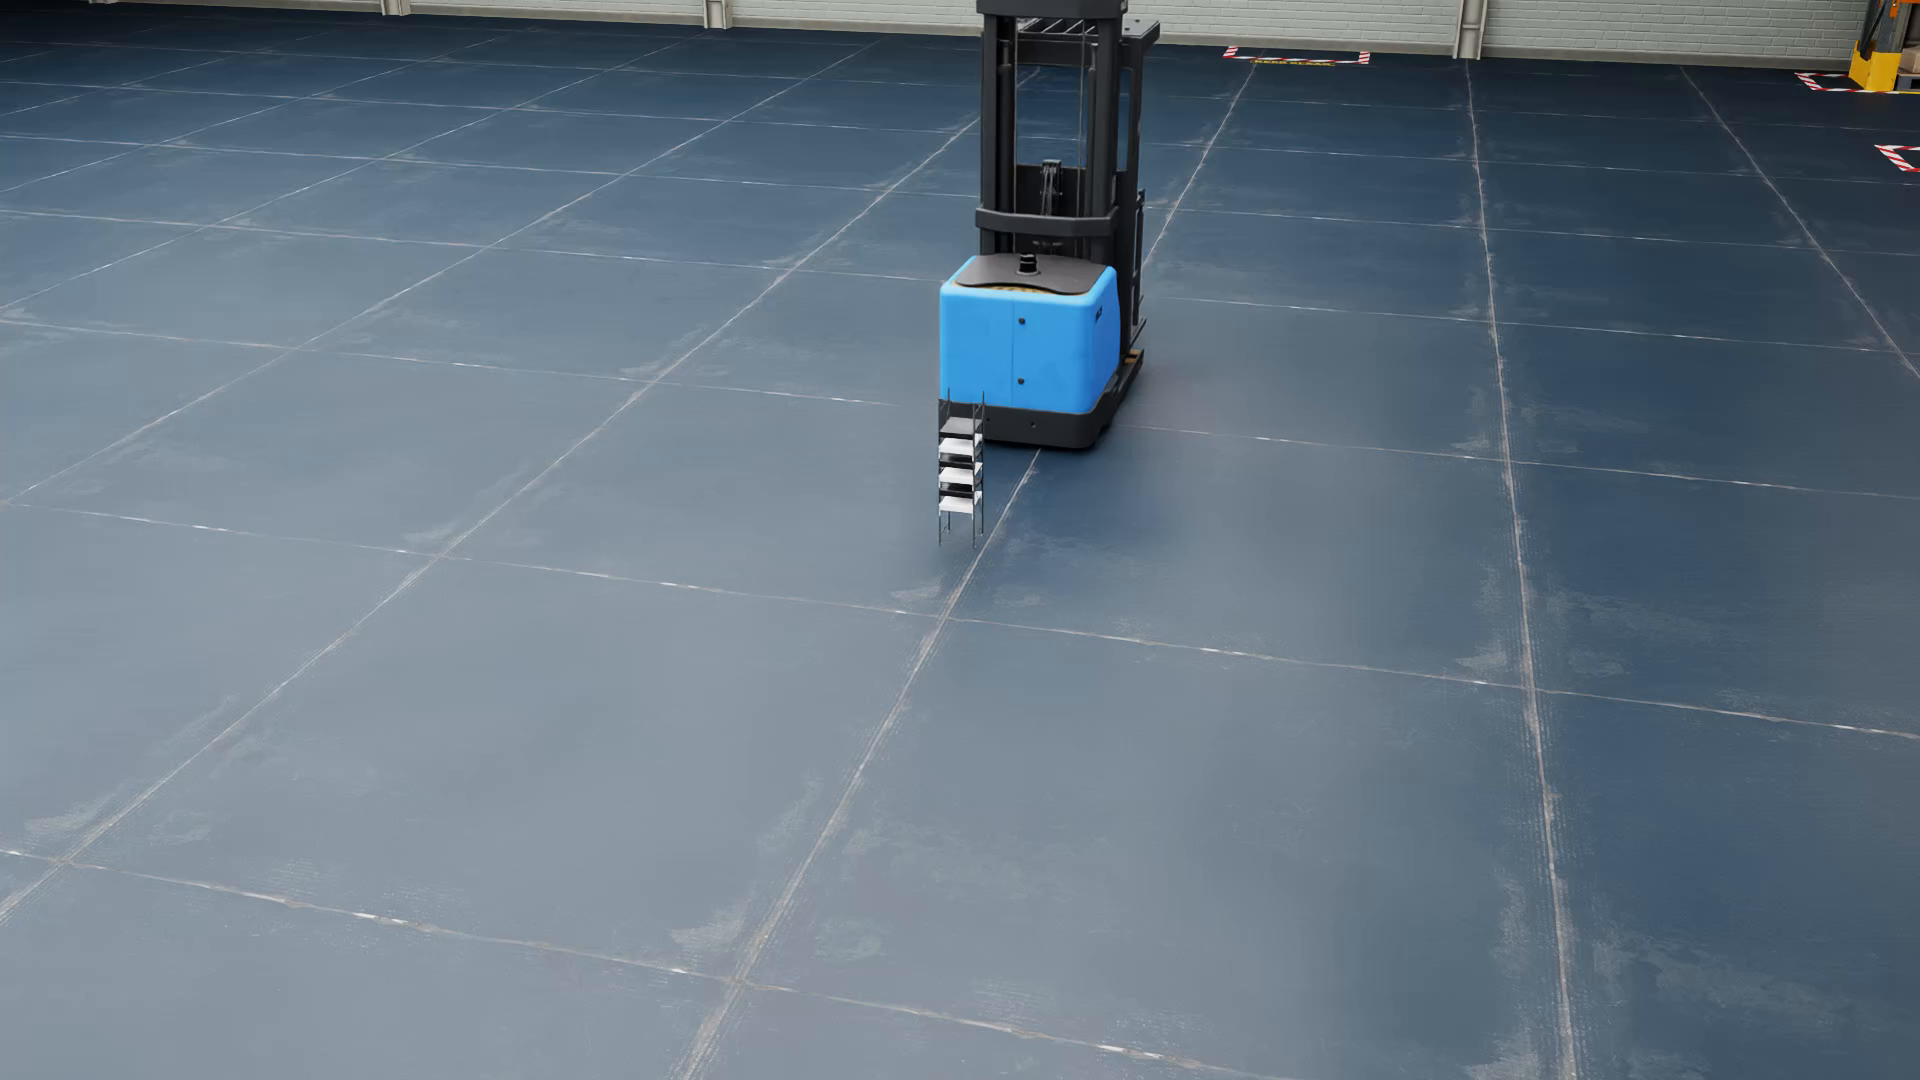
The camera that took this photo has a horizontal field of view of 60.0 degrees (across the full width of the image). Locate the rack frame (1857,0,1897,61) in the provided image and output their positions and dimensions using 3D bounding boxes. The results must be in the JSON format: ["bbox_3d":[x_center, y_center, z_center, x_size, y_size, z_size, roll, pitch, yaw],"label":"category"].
[{"bbox_3d":[12.524,-7.679,22.389,0.127,3.000,1.000,6,26,13],"label":"rack frame"}]

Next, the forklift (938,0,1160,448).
[{"bbox_3d":[0.743,-2.531,11.656,1.130,2.935,3.031,7,26,14],"label":"forklift"}]

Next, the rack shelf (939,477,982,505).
[{"bbox_3d":[0.008,-0.294,9.608,0.200,0.077,0.258,6,26,13],"label":"rack shelf"}]

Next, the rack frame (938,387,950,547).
[{"bbox_3d":[-0.091,-0.416,9.578,0.006,0.900,0.240,6,26,13],"label":"rack frame"}]

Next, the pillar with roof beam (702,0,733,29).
[{"bbox_3d":[-5.088,-10.807,21.982,0.400,9.000,9.100,6,26,13],"label":"pillar with roof beam"}]

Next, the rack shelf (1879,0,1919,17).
[{"bbox_3d":[14.461,-7.140,22.094,4.000,0.370,1.077,6,26,13],"label":"rack shelf"}]

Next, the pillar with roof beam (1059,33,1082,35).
[{"bbox_3d":[0.723,-10.165,20.633,0.400,9.000,9.100,6,26,13],"label":"pillar with roof beam"}]

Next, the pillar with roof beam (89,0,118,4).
[{"bbox_3d":[-16.710,-12.092,24.680,0.400,9.000,9.100,6,26,13],"label":"pillar with roof beam"}]

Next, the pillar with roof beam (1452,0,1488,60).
[{"bbox_3d":[6.534,-9.523,19.283,0.400,9.000,9.100,6,26,13],"label":"pillar with roof beam"}]

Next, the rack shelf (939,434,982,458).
[{"bbox_3d":[0.008,-0.538,9.492,0.200,0.077,0.258,6,26,13],"label":"rack shelf"}]

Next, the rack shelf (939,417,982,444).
[{"bbox_3d":[0.008,-0.619,9.453,0.200,0.077,0.258,6,26,13],"label":"rack shelf"}]

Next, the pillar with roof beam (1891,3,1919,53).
[{"bbox_3d":[12.345,-8.880,17.934,0.400,9.000,9.100,6,26,13],"label":"pillar with roof beam"}]

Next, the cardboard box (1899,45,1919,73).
[{"bbox_3d":[13.172,-6.552,22.638,0.500,0.311,0.500,3,26,7],"label":"cardboard box"}]

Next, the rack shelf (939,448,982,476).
[{"bbox_3d":[0.008,-0.457,9.530,0.200,0.077,0.258,6,26,13],"label":"rack shelf"}]

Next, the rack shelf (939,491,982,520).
[{"bbox_3d":[0.008,-0.213,9.646,0.200,0.077,0.258,6,26,13],"label":"rack shelf"}]

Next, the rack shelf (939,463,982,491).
[{"bbox_3d":[0.008,-0.375,9.569,0.200,0.077,0.258,6,26,13],"label":"rack shelf"}]

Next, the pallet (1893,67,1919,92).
[{"bbox_3d":[13.375,-6.310,22.758,1.213,0.211,1.003,6,26,13],"label":"pallet"}]

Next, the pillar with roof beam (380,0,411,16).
[{"bbox_3d":[-10.899,-11.450,23.331,0.400,9.000,9.100,6,26,13],"label":"pillar with roof beam"}]

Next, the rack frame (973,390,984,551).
[{"bbox_3d":[0.106,-0.395,9.532,0.006,0.900,0.240,6,26,13],"label":"rack frame"}]

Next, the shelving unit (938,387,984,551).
[{"bbox_3d":[0.008,-0.405,9.555,0.210,0.900,0.258,6,26,13],"label":"shelving unit"}]

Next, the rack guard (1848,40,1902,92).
[{"bbox_3d":[12.597,-6.542,22.909,0.348,0.500,1.175,6,26,13],"label":"rack guard"}]
